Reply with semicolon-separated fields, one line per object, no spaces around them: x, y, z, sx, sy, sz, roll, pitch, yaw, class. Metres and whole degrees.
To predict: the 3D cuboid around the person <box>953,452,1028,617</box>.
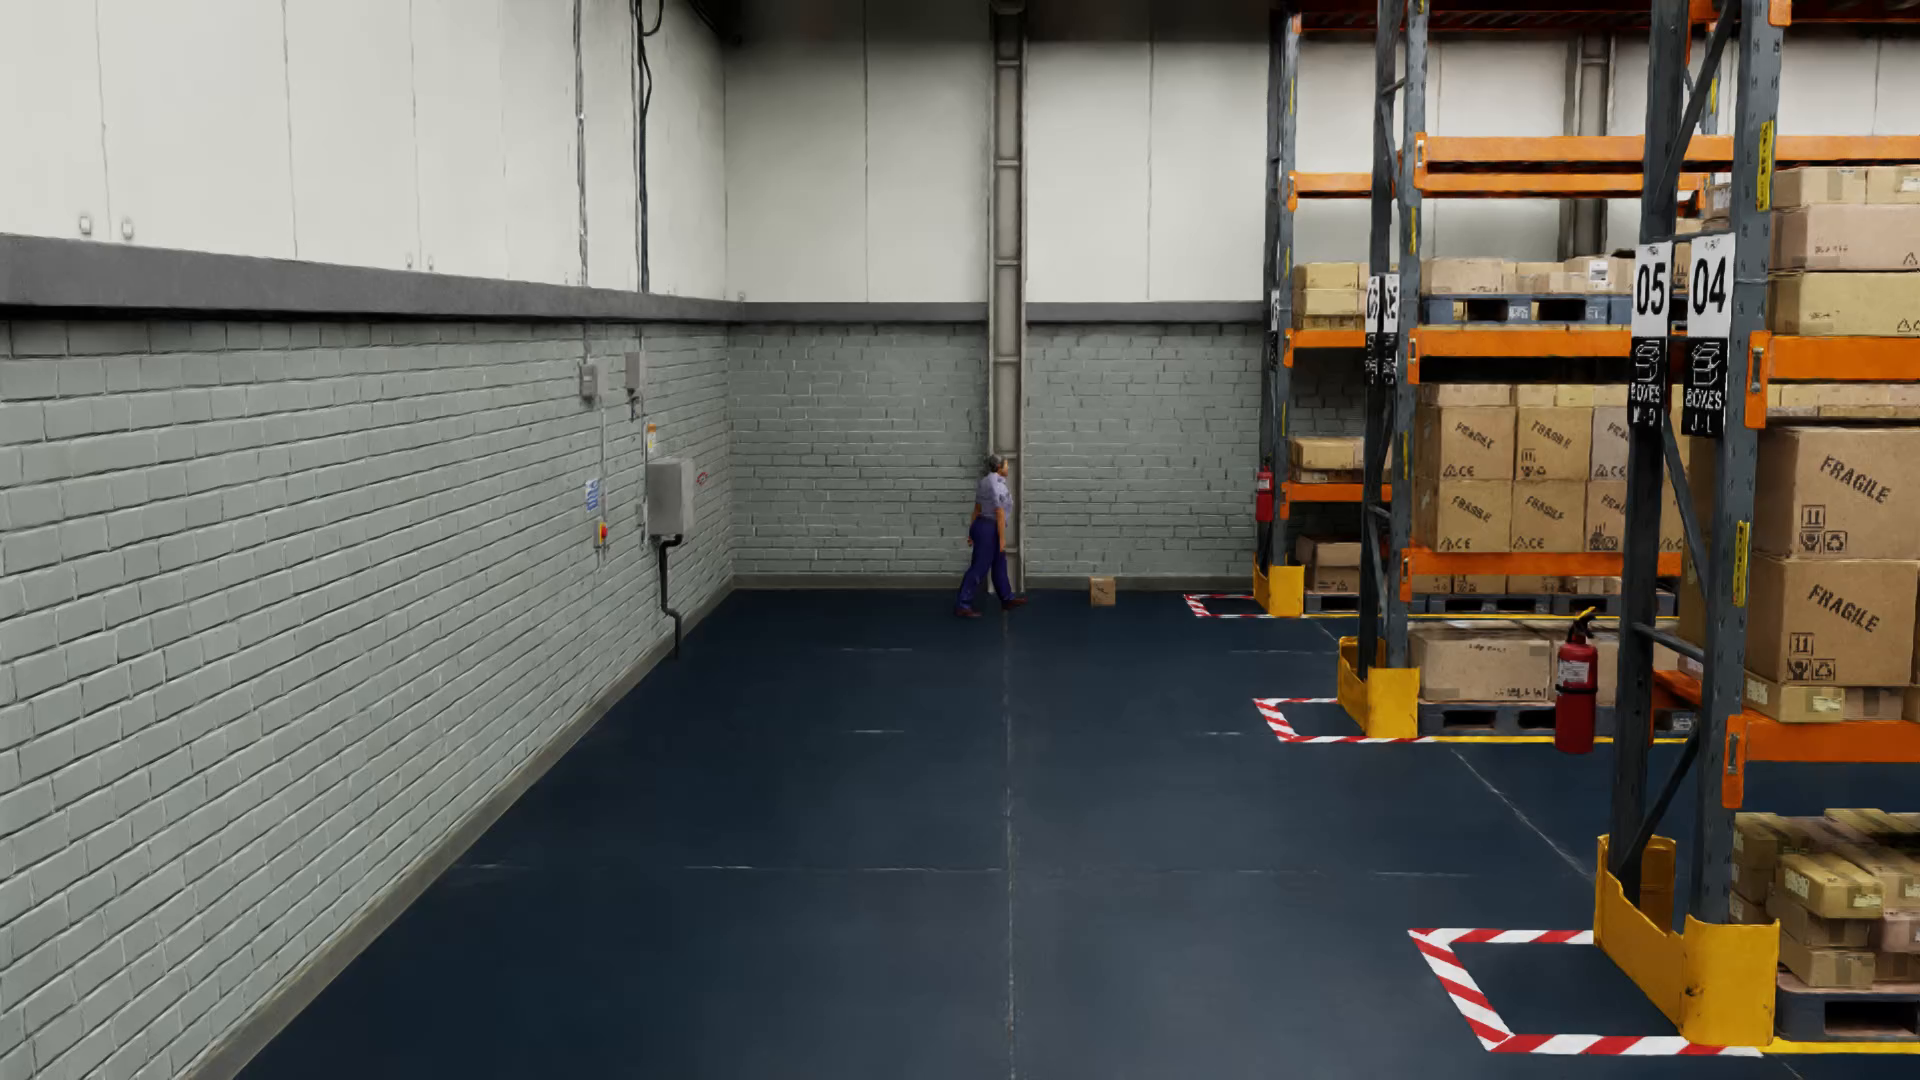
0.329;-0.062;16.414;0.909;1.576;0.521;-3;8;-19;person
